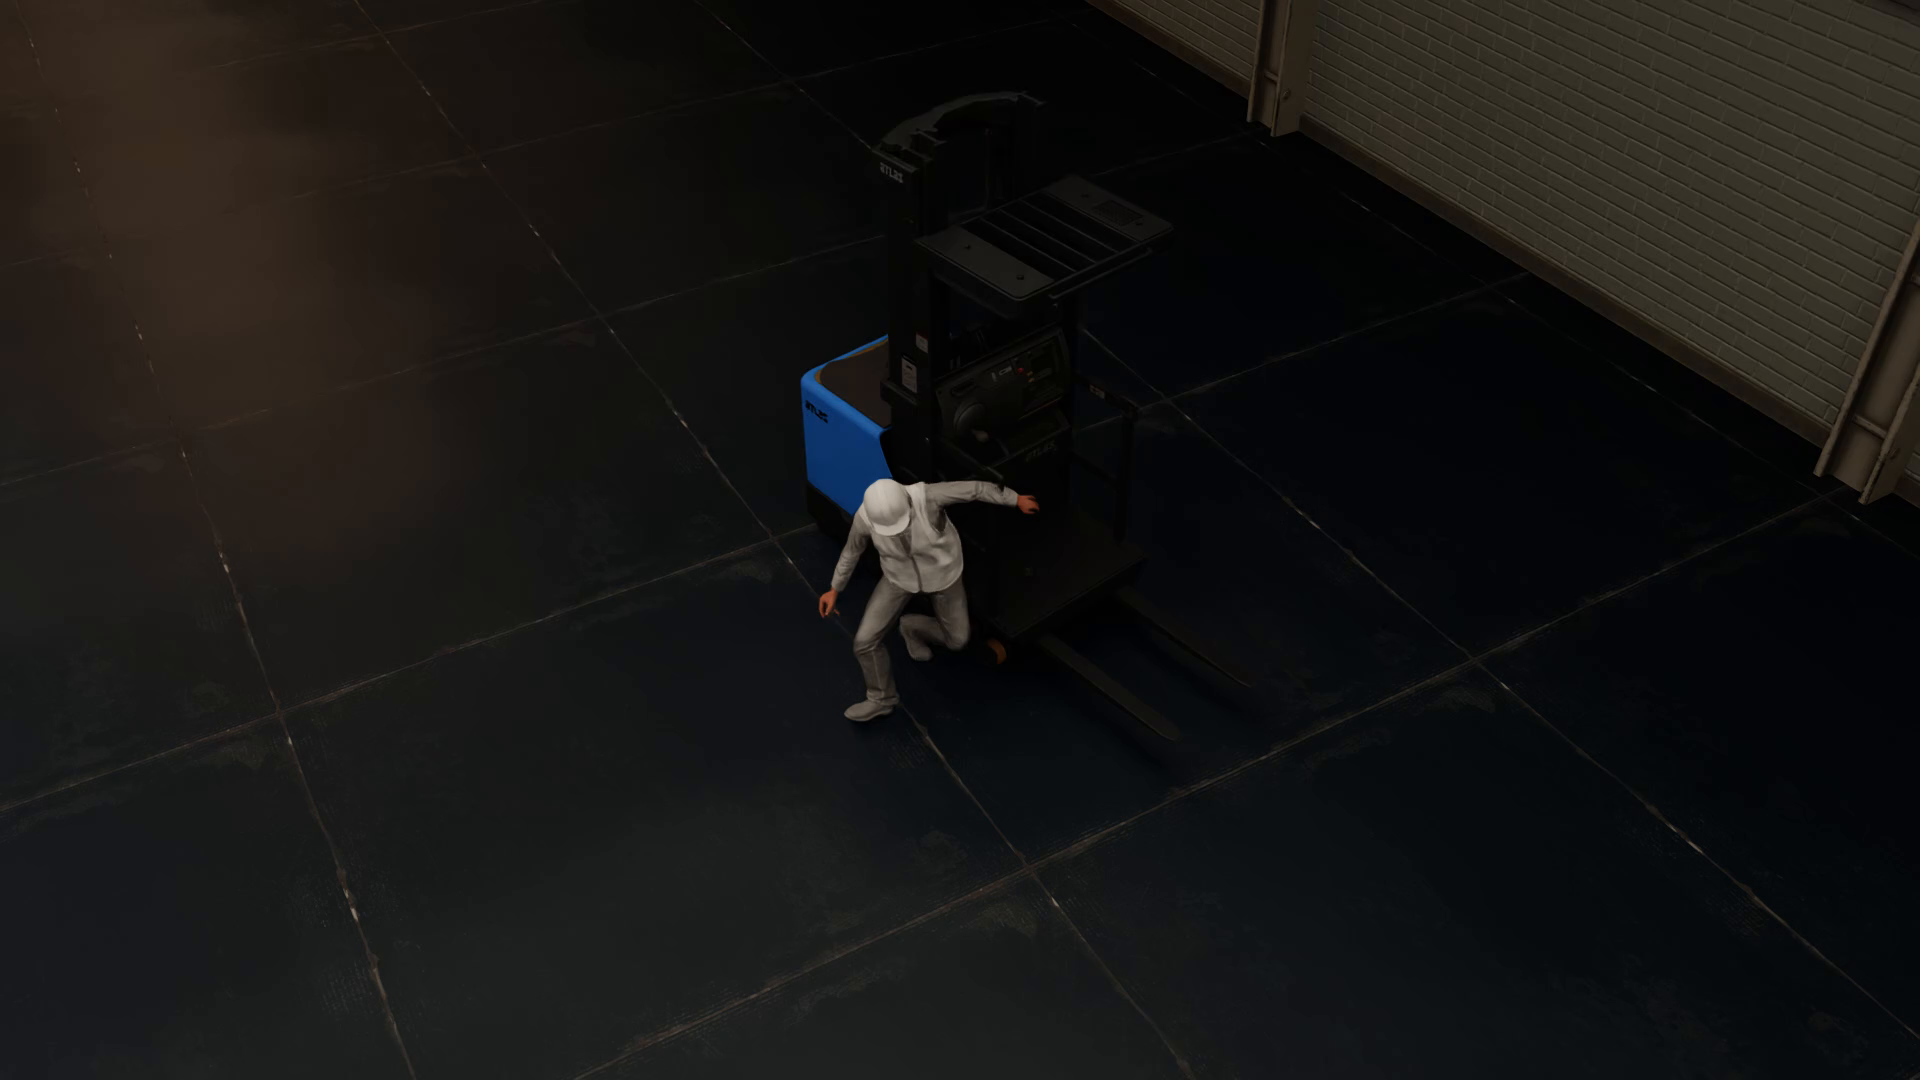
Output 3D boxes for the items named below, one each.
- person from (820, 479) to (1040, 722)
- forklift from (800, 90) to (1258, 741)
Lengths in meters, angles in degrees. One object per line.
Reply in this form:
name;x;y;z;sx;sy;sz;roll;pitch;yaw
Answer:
person;-0.168;0.218;8.856;1.160;1.559;0.702;1;40;2
forklift;0.381;-0.772;8.967;1.130;2.935;3.031;-29;48;-30
